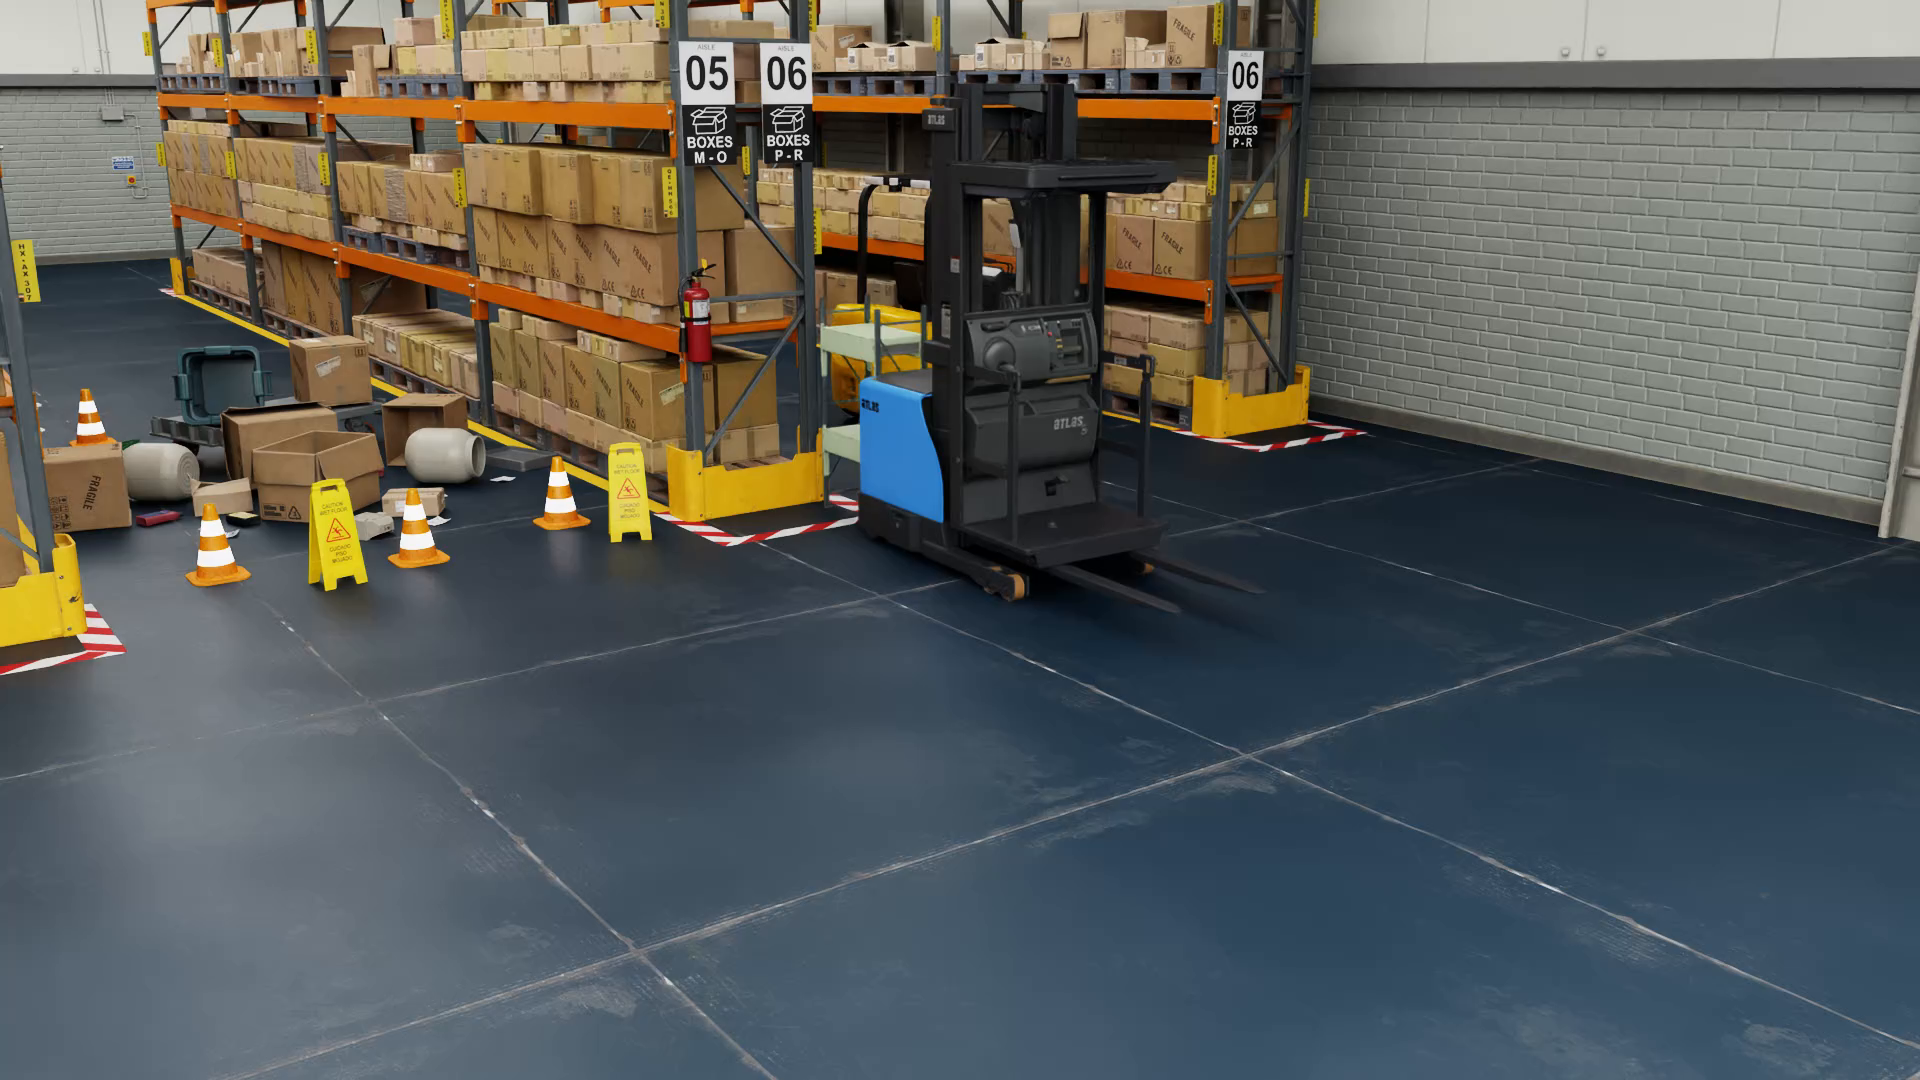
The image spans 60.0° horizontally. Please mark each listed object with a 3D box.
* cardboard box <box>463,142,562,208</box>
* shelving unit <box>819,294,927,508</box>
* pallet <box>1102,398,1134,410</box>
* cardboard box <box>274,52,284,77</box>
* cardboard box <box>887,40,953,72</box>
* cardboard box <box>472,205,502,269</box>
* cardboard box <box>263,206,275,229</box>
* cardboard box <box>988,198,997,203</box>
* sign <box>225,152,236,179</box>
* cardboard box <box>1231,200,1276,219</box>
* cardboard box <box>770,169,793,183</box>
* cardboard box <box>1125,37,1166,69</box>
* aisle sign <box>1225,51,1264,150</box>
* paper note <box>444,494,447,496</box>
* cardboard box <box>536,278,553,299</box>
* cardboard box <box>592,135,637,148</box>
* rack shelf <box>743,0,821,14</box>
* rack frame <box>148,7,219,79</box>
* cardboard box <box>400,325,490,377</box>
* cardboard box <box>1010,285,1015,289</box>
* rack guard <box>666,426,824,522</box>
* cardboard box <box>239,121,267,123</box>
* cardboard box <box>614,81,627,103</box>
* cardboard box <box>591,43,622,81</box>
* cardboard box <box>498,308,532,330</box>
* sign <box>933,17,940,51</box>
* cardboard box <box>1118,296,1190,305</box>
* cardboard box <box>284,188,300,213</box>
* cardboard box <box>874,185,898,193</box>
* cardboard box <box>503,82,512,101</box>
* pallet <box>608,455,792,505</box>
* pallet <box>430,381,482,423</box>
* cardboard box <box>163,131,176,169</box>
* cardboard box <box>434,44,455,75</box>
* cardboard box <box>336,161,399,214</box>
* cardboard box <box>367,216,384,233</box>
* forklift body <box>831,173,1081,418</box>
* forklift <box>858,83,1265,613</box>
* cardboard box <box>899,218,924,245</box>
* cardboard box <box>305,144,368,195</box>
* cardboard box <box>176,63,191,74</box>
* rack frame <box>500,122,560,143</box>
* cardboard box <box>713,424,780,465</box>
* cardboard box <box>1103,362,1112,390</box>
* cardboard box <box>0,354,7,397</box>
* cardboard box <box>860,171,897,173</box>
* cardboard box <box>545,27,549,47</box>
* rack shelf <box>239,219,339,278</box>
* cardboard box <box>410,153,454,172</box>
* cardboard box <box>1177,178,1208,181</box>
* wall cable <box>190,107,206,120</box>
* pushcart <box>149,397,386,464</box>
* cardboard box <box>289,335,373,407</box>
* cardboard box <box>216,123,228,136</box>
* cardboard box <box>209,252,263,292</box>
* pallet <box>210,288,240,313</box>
[{"bbox_3d":[-3.728,-3.075,13.983,0.700,0.500,0.500,-11,19,-35],"label":"cardboard box"},{"bbox_3d":[-0.599,-0.903,11.535,0.431,1.500,0.755,-10,18,-33],"label":"shelving unit"},{"bbox_3d":[1.356,-1.518,16.223,1.003,0.211,1.213,-11,19,-35],"label":"pallet"},{"bbox_3d":[-7.256,-5.207,18.196,0.396,0.266,0.258,-11,19,-36],"label":"cardboard box"},{"bbox_3d":[-0.421,-5.071,17.425,0.500,0.311,0.500,-12,19,-36],"label":"cardboard box"},{"bbox_3d":[-3.778,-2.583,14.080,0.500,0.500,0.500,-11,19,-35],"label":"cardboard box"},{"bbox_3d":[-7.876,-3.808,19.590,0.500,0.250,0.500,-11,19,-35],"label":"cardboard box"},{"bbox_3d":[0.505,-3.446,16.566,0.380,0.149,0.250,-11,19,-35],"label":"cardboard box"},{"bbox_3d":[-8.963,-4.606,20.434,0.100,0.325,0.005,-11,19,-35],"label":"sign"},{"bbox_3d":[2.564,-2.920,14.643,0.380,0.149,0.250,-11,19,-36],"label":"cardboard box"},{"bbox_3d":[-2.044,-4.345,19.850,0.380,0.149,0.250,-10,18,-33],"label":"cardboard box"},{"bbox_3d":[1.671,-4.263,14.556,0.396,0.266,0.258,-11,19,-34],"label":"cardboard box"},{"bbox_3d":[2.354,-3.640,13.770,0.394,0.787,0.004,-11,19,-35],"label":"aisle sign"},{"bbox_3d":[-3.818,-0.335,12.281,0.032,0.001,0.123,-11,19,-35],"label":"paper note"},{"bbox_3d":[-3.141,-2.016,13.235,0.380,0.149,0.250,-11,19,-34],"label":"cardboard box"},{"bbox_3d":[-5.163,-5.800,24.887,0.500,0.500,0.500,-11,19,-36],"label":"cardboard box"},{"bbox_3d":[-0.975,-6.081,18.367,1.077,0.370,4.000,-11,19,-35],"label":"rack shelf"},{"bbox_3d":[-10.867,-7.985,23.204,1.000,3.000,0.127,-11,19,-35],"label":"rack frame"},{"bbox_3d":[-4.958,-1.877,16.433,0.950,0.372,0.625,-10,18,-33],"label":"cardboard box"},{"bbox_3d":[0.524,-2.396,16.667,0.500,0.250,0.500,-11,19,-34],"label":"cardboard box"},{"bbox_3d":[-1.504,-0.485,11.902,1.175,0.500,0.348,-11,19,-35],"label":"rack guard"},{"bbox_3d":[-9.560,-5.566,22.419,0.380,0.149,0.250,-10,18,-33],"label":"cardboard box"},{"bbox_3d":[-2.197,-3.143,11.672,0.380,0.149,0.250,-10,18,-33],"label":"cardboard box"},{"bbox_3d":[-2.263,-3.370,11.744,0.500,0.250,0.500,-11,19,-35],"label":"cardboard box"},{"bbox_3d":[-3.658,-1.876,14.011,0.380,0.149,0.250,-11,19,-34],"label":"cardboard box"},{"bbox_3d":[-0.232,-5.062,16.630,0.100,0.325,0.005,-11,19,-35],"label":"sign"},{"bbox_3d":[1.842,-2.151,15.772,0.500,0.250,0.500,-11,19,-35],"label":"cardboard box"},{"bbox_3d":[-7.276,-3.831,18.727,0.500,0.250,0.500,-11,19,-36],"label":"cardboard box"},{"bbox_3d":[-0.709,-3.848,18.035,0.380,0.149,0.250,-12,19,-36],"label":"cardboard box"},{"bbox_3d":[-3.483,-3.649,13.522,0.380,0.149,0.250,-11,19,-34],"label":"cardboard box"},{"bbox_3d":[-1.953,-0.525,12.594,1.003,0.211,1.213,-11,19,-35],"label":"pallet"},{"bbox_3d":[-4.271,-1.350,15.608,1.003,0.211,1.213,-11,19,-35],"label":"pallet"},{"bbox_3d":[-10.815,-5.475,23.314,0.500,0.500,0.500,-11,19,-36],"label":"cardboard box"},{"bbox_3d":[-4.272,-4.208,14.575,0.500,0.250,0.500,-11,19,-36],"label":"cardboard box"},{"bbox_3d":[-6.086,-3.645,17.164,0.500,0.500,0.500,-12,19,-36],"label":"cardboard box"},{"bbox_3d":[-5.715,-3.173,16.667,0.380,0.149,0.250,-11,19,-34],"label":"cardboard box"},{"bbox_3d":[-0.038,-2.158,14.887,2.313,2.155,1.214,-11,19,-35],"label":"forklift body"},{"bbox_3d":[0.564,-1.194,9.888,1.130,2.935,3.031,-10,18,-33],"label":"forklift"},{"bbox_3d":[-0.307,-3.295,17.716,0.500,0.250,0.500,-10,18,-33],"label":"cardboard box"},{"bbox_3d":[-6.679,-3.983,17.864,0.500,0.500,0.500,-11,19,-36],"label":"cardboard box"},{"bbox_3d":[-10.414,-6.400,22.585,0.380,0.149,0.250,-10,18,-33],"label":"cardboard box"},{"bbox_3d":[-6.854,-5.862,26.813,1.000,3.000,0.127,-11,19,-35],"label":"rack frame"},{"bbox_3d":[-1.710,-0.766,12.606,0.500,0.250,0.500,-11,19,-35],"label":"cardboard box"},{"bbox_3d":[1.450,-1.589,15.614,0.500,0.250,0.500,-11,19,-34],"label":"cardboard box"},{"bbox_3d":[-5.659,-1.029,8.871,0.875,0.550,0.550,-11,19,-35],"label":"cardboard box"},{"bbox_3d":[-0.943,-4.224,19.409,0.380,0.149,0.250,-11,19,-35],"label":"cardboard box"},{"bbox_3d":[-2.910,-3.802,12.568,0.380,0.149,0.250,-10,18,-33],"label":"cardboard box"},{"bbox_3d":[-7.339,-3.463,19.409,1.077,0.370,4.000,-11,19,-35],"label":"rack shelf"},{"bbox_3d":[-4.862,-3.499,15.403,0.380,0.149,0.250,-12,19,-37],"label":"cardboard box"},{"bbox_3d":[2.102,-3.226,15.198,0.380,0.149,0.250,-11,19,-34],"label":"cardboard box"},{"bbox_3d":[-13.061,-7.004,29.061,0.588,1.984,0.122,-11,19,-35],"label":"wall cable"},{"bbox_3d":[-5.626,-0.899,13.648,0.936,0.377,1.648,10,18,33],"label":"pushcart"},{"bbox_3d":[-5.234,-1.406,13.831,0.500,0.500,0.500,-11,19,-35],"label":"cardboard box"},{"bbox_3d":[-9.323,-5.276,21.359,0.380,0.149,0.250,-11,19,-35],"label":"cardboard box"},{"bbox_3d":[-9.853,-3.738,23.111,0.875,0.438,0.875,-10,18,-33],"label":"cardboard box"},{"bbox_3d":[-9.621,-3.327,22.833,1.003,0.211,1.213,-11,19,-35],"label":"pallet"}]
